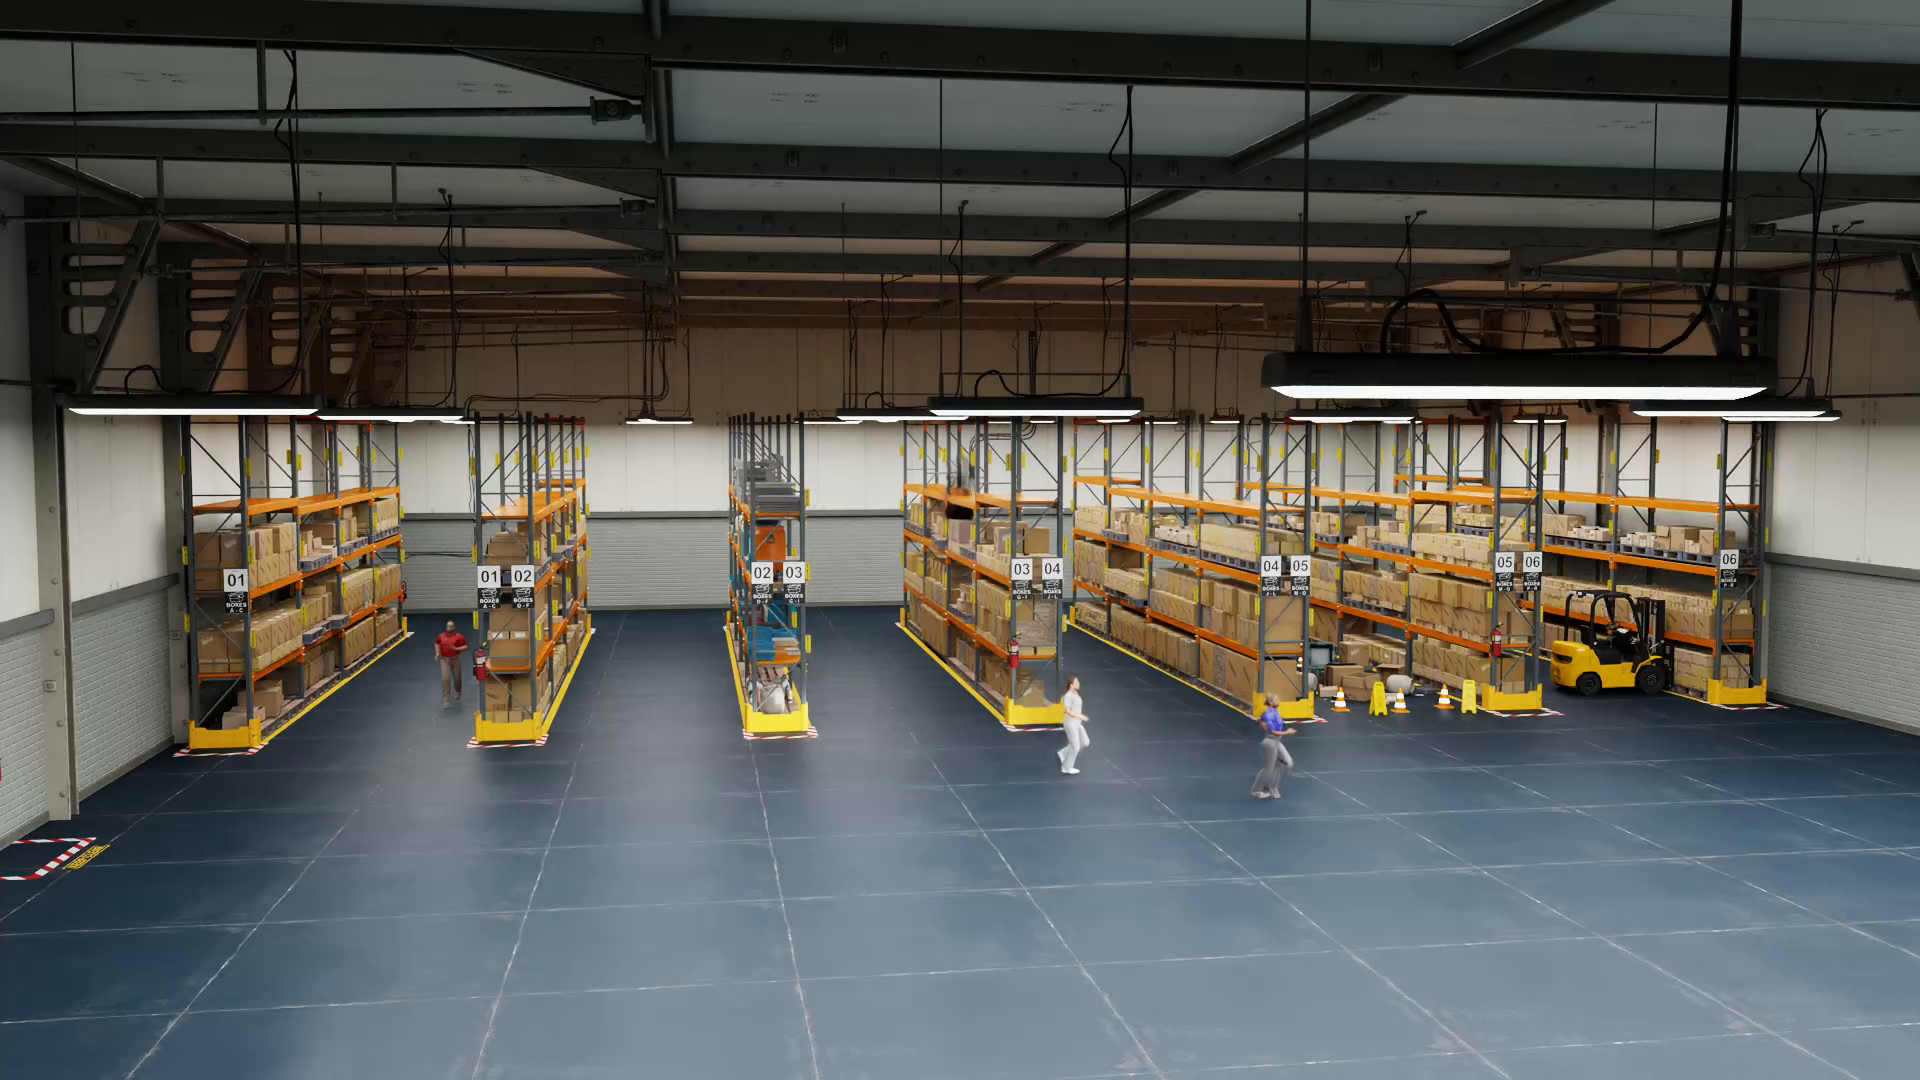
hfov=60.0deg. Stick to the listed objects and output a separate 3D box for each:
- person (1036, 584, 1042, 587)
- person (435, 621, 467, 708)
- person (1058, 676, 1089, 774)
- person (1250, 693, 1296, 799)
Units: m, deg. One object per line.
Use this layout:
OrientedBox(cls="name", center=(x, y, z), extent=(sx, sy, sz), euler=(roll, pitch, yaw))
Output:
OrientedBox(cls="person", center=(2.146, 1.736, 47.599), extent=(0.592, 1.546, 0.758), euler=(0, 4, -2))
OrientedBox(cls="person", center=(-10.456, 2.517, 34.160), extent=(0.662, 1.716, 0.989), euler=(-1, 4, -12))
OrientedBox(cls="person", center=(1.877, 3.037, 27.422), extent=(0.579, 1.625, 0.591), euler=(1, 4, 21))
OrientedBox(cls="person", center=(4.812, 3.167, 25.491), extent=(0.688, 1.664, 0.544), euler=(2, 4, 22))
